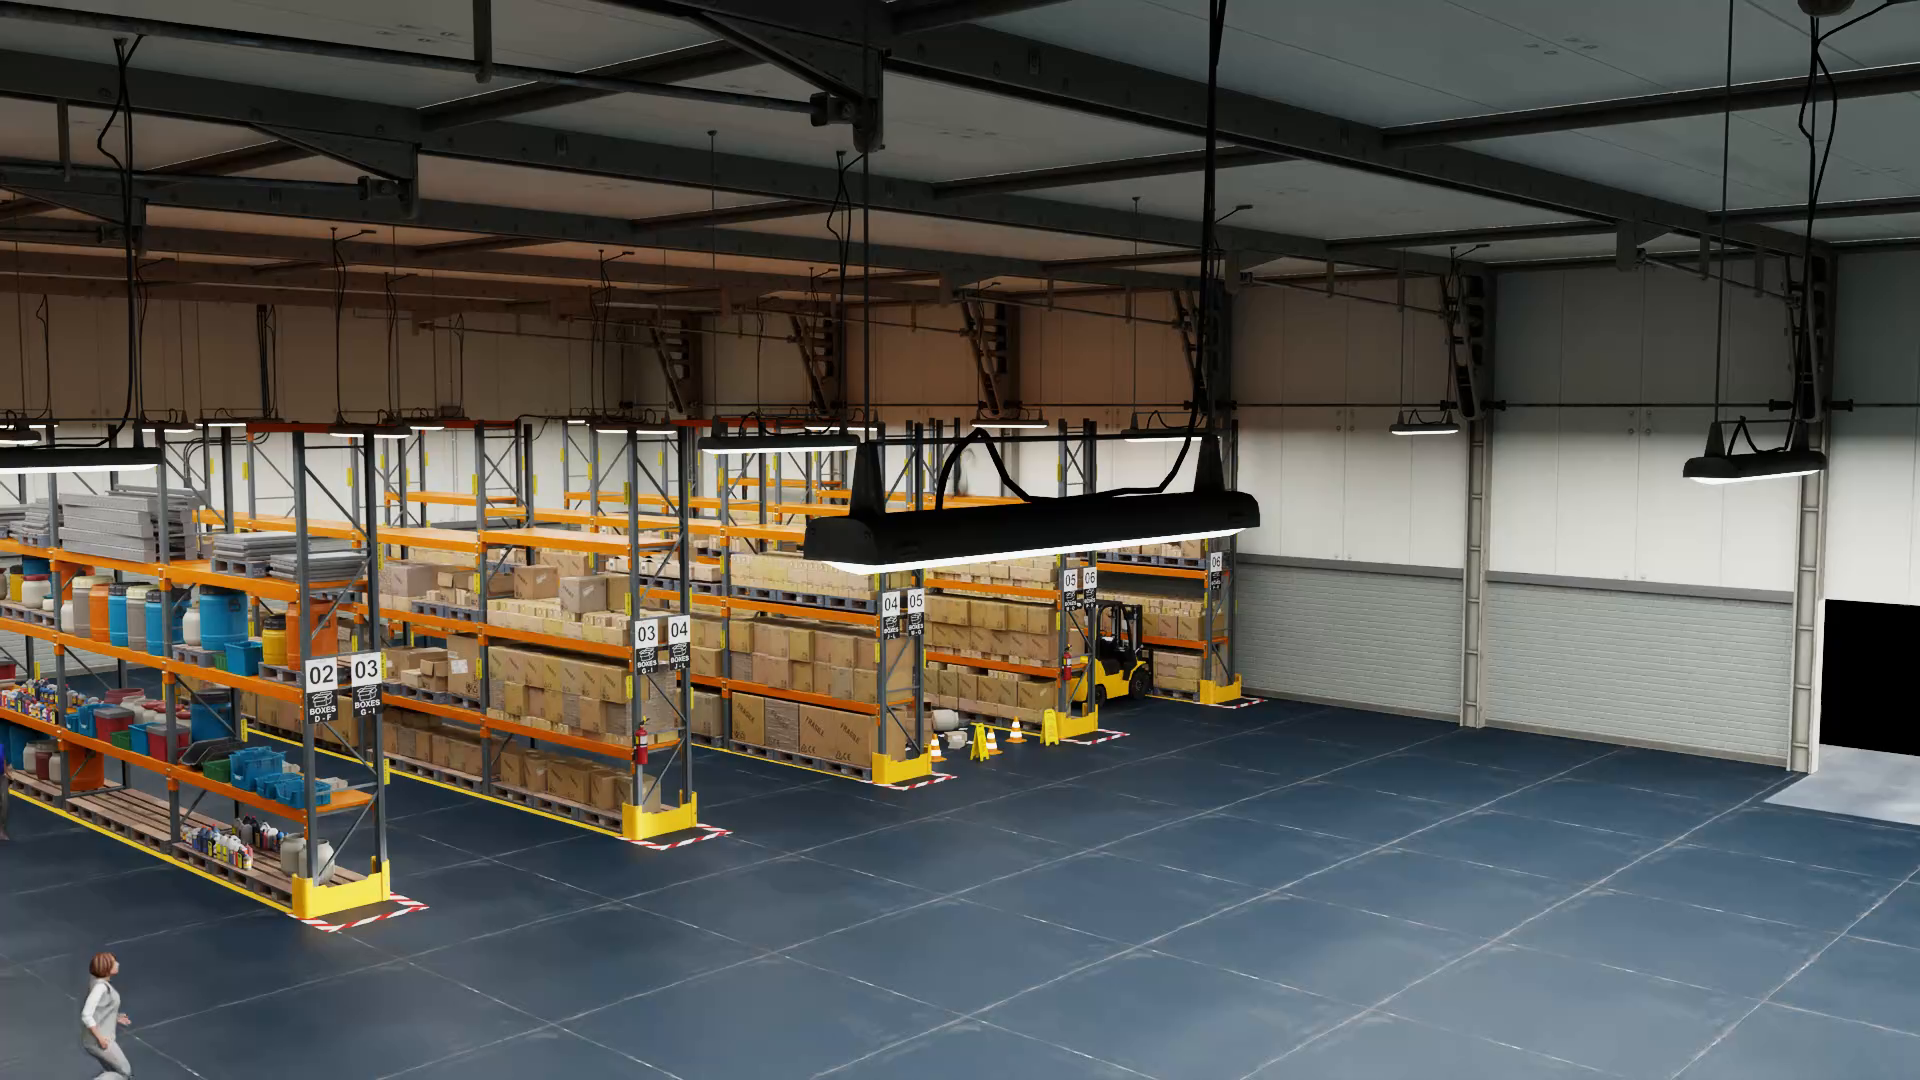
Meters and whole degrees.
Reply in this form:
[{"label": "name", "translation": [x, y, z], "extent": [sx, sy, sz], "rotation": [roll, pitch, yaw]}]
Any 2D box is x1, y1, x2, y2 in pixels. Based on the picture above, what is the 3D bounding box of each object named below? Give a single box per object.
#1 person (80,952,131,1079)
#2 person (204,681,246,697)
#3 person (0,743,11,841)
[{"label": "person", "translation": [-7.521, 4.376, 14.516], "extent": [0.532, 1.558, 0.552], "rotation": [-3, 5, -31]}, {"label": "person", "translation": [-13.530, 2.949, 30.753], "extent": [0.632, 1.727, 0.688], "rotation": [3, 6, 33]}, {"label": "person", "translation": [-14.136, 3.547, 24.271], "extent": [0.758, 1.637, 0.583], "rotation": [3, 6, 33]}]
